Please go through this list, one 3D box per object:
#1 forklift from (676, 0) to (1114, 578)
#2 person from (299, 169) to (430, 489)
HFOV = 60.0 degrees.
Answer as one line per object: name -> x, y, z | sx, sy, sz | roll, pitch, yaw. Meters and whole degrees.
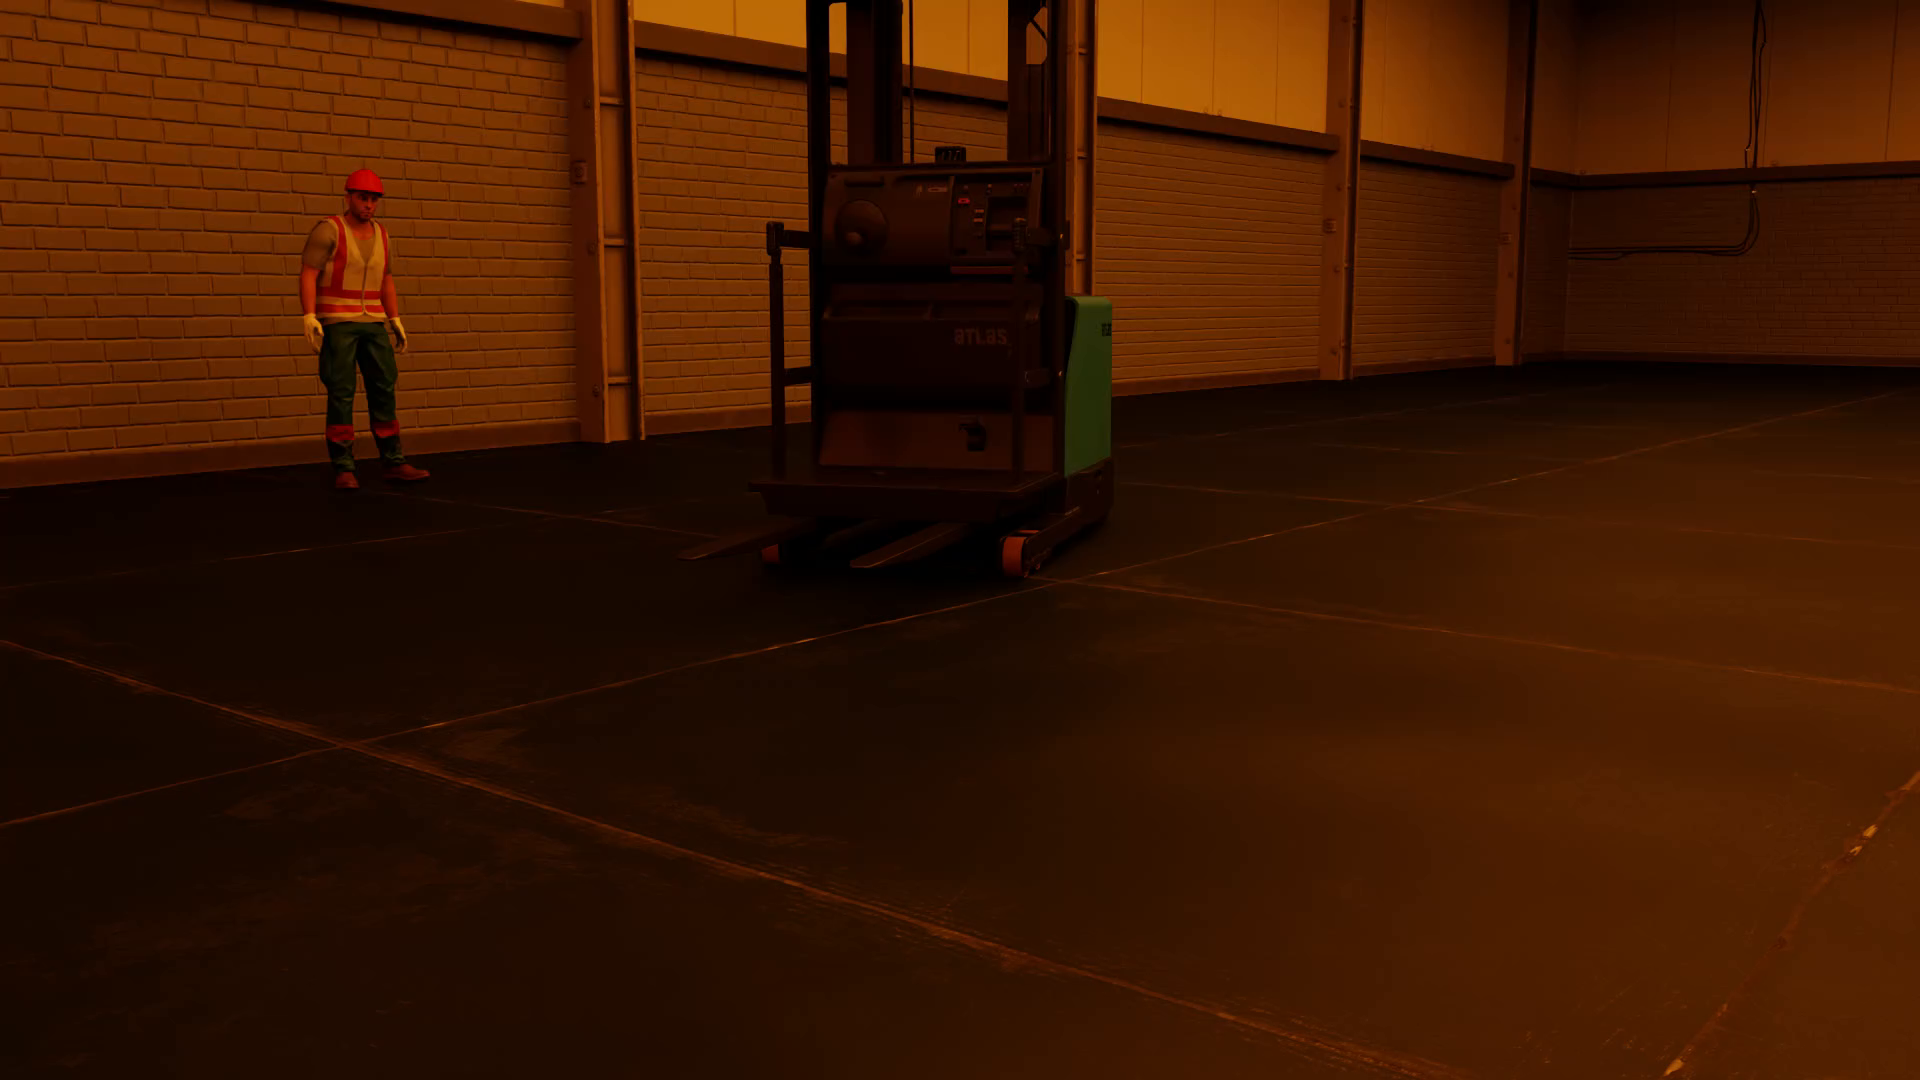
forklift -> -0.176, -1.366, 6.616 | 1.130, 2.935, 3.031 | 3, 9, 17
person -> -3.418, -1.200, 9.464 | 0.470, 1.781, 0.672 | 6, 10, 36
